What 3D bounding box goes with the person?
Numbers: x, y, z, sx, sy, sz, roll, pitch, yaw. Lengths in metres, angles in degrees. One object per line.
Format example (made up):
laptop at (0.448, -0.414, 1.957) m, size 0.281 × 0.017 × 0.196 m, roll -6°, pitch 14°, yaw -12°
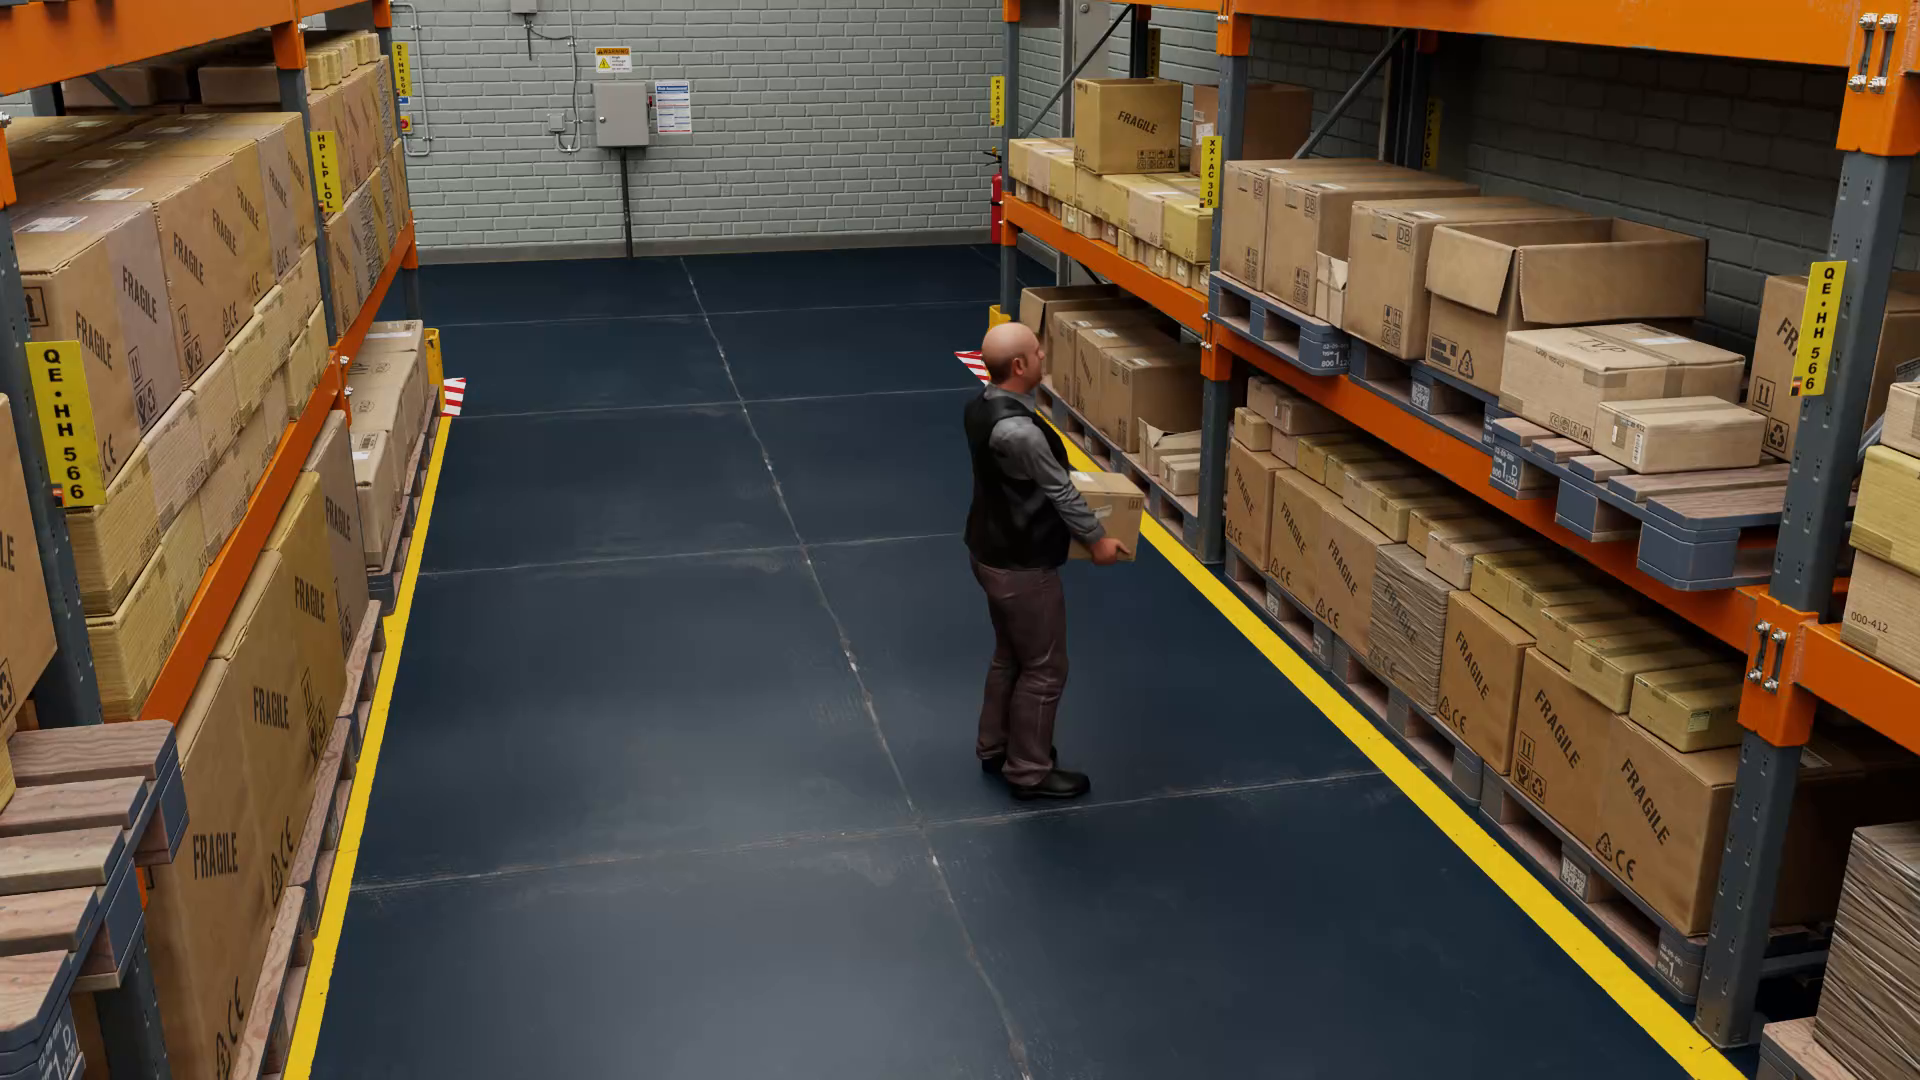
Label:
person at (0.296, 0.070, 5.920) m, size 0.546 × 1.717 × 0.495 m, roll -4°, pitch 20°, yaw -12°
